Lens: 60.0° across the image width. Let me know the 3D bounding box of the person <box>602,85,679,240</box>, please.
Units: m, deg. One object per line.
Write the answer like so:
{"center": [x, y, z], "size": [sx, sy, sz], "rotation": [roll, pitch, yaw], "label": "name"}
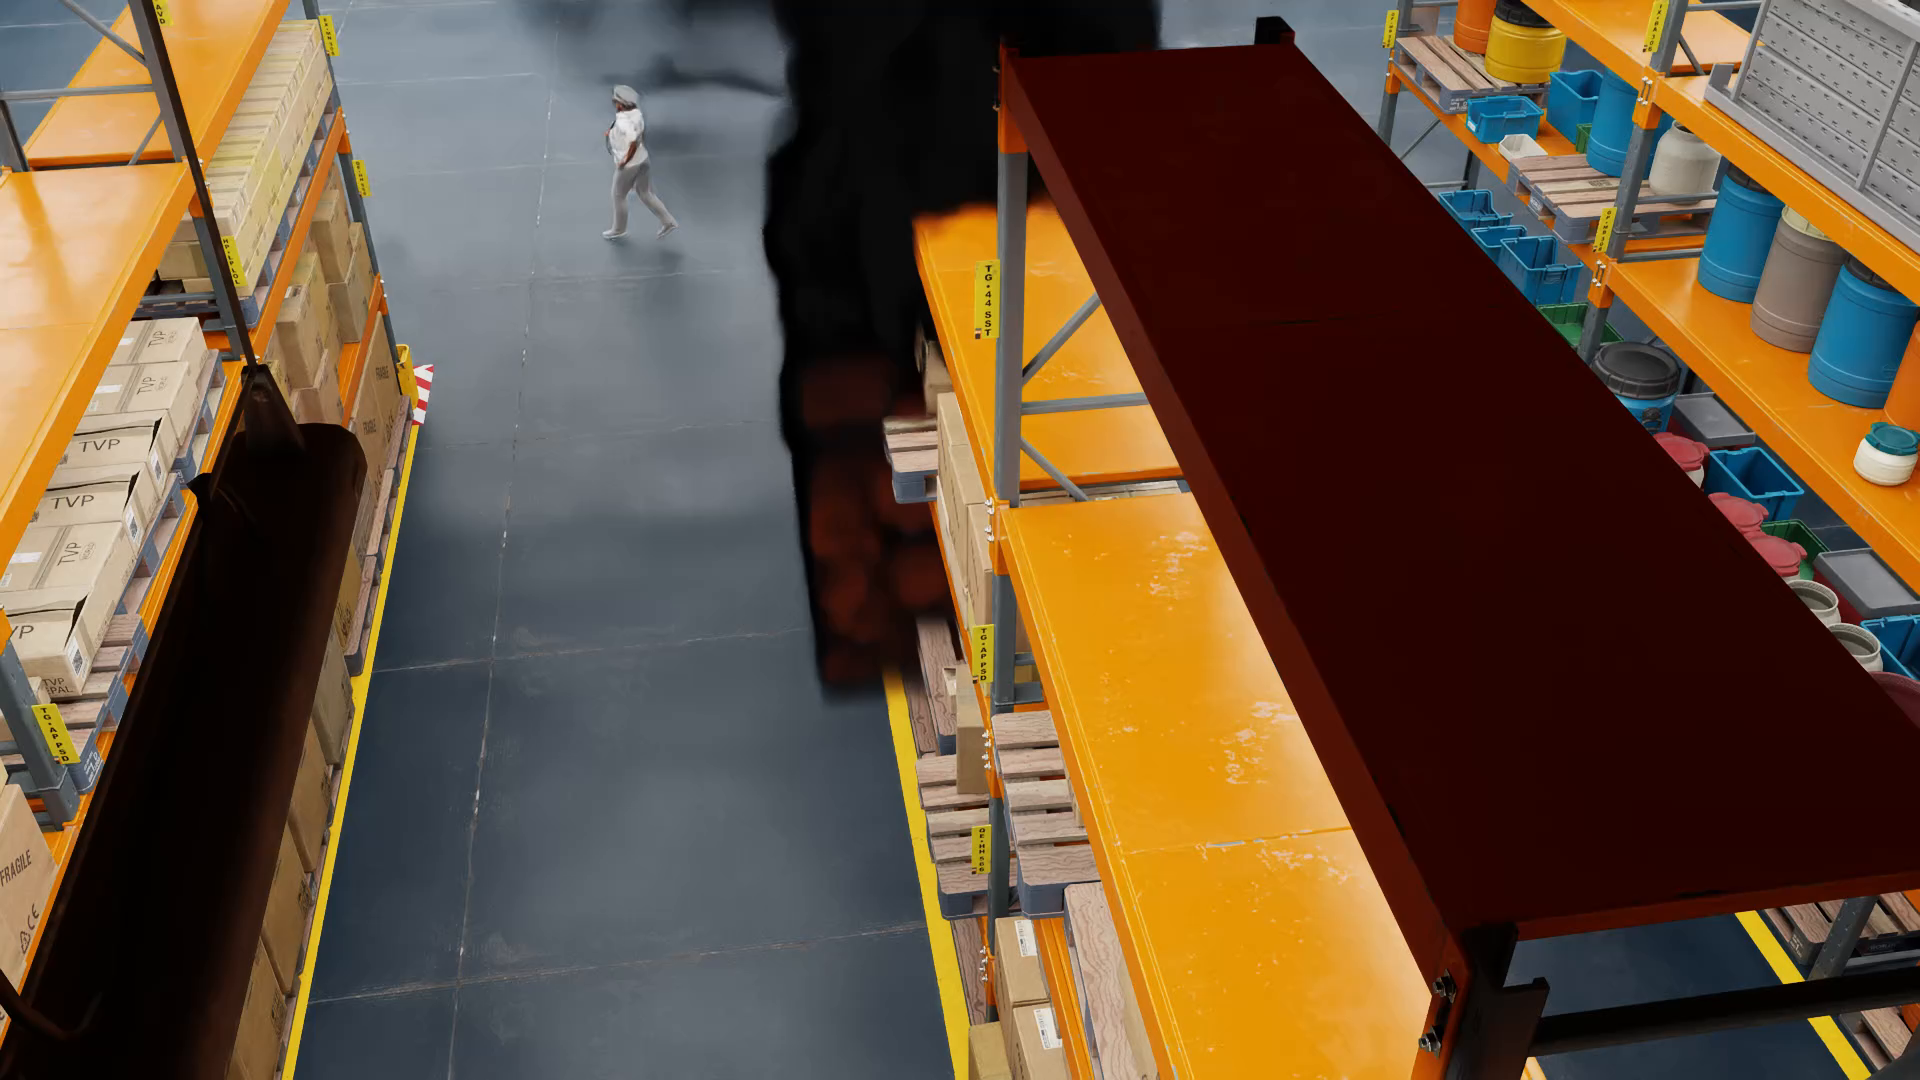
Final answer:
{"center": [-3.411, -3.901, 17.290], "size": [0.870, 1.698, 0.578], "rotation": [12, 38, 16], "label": "person"}
